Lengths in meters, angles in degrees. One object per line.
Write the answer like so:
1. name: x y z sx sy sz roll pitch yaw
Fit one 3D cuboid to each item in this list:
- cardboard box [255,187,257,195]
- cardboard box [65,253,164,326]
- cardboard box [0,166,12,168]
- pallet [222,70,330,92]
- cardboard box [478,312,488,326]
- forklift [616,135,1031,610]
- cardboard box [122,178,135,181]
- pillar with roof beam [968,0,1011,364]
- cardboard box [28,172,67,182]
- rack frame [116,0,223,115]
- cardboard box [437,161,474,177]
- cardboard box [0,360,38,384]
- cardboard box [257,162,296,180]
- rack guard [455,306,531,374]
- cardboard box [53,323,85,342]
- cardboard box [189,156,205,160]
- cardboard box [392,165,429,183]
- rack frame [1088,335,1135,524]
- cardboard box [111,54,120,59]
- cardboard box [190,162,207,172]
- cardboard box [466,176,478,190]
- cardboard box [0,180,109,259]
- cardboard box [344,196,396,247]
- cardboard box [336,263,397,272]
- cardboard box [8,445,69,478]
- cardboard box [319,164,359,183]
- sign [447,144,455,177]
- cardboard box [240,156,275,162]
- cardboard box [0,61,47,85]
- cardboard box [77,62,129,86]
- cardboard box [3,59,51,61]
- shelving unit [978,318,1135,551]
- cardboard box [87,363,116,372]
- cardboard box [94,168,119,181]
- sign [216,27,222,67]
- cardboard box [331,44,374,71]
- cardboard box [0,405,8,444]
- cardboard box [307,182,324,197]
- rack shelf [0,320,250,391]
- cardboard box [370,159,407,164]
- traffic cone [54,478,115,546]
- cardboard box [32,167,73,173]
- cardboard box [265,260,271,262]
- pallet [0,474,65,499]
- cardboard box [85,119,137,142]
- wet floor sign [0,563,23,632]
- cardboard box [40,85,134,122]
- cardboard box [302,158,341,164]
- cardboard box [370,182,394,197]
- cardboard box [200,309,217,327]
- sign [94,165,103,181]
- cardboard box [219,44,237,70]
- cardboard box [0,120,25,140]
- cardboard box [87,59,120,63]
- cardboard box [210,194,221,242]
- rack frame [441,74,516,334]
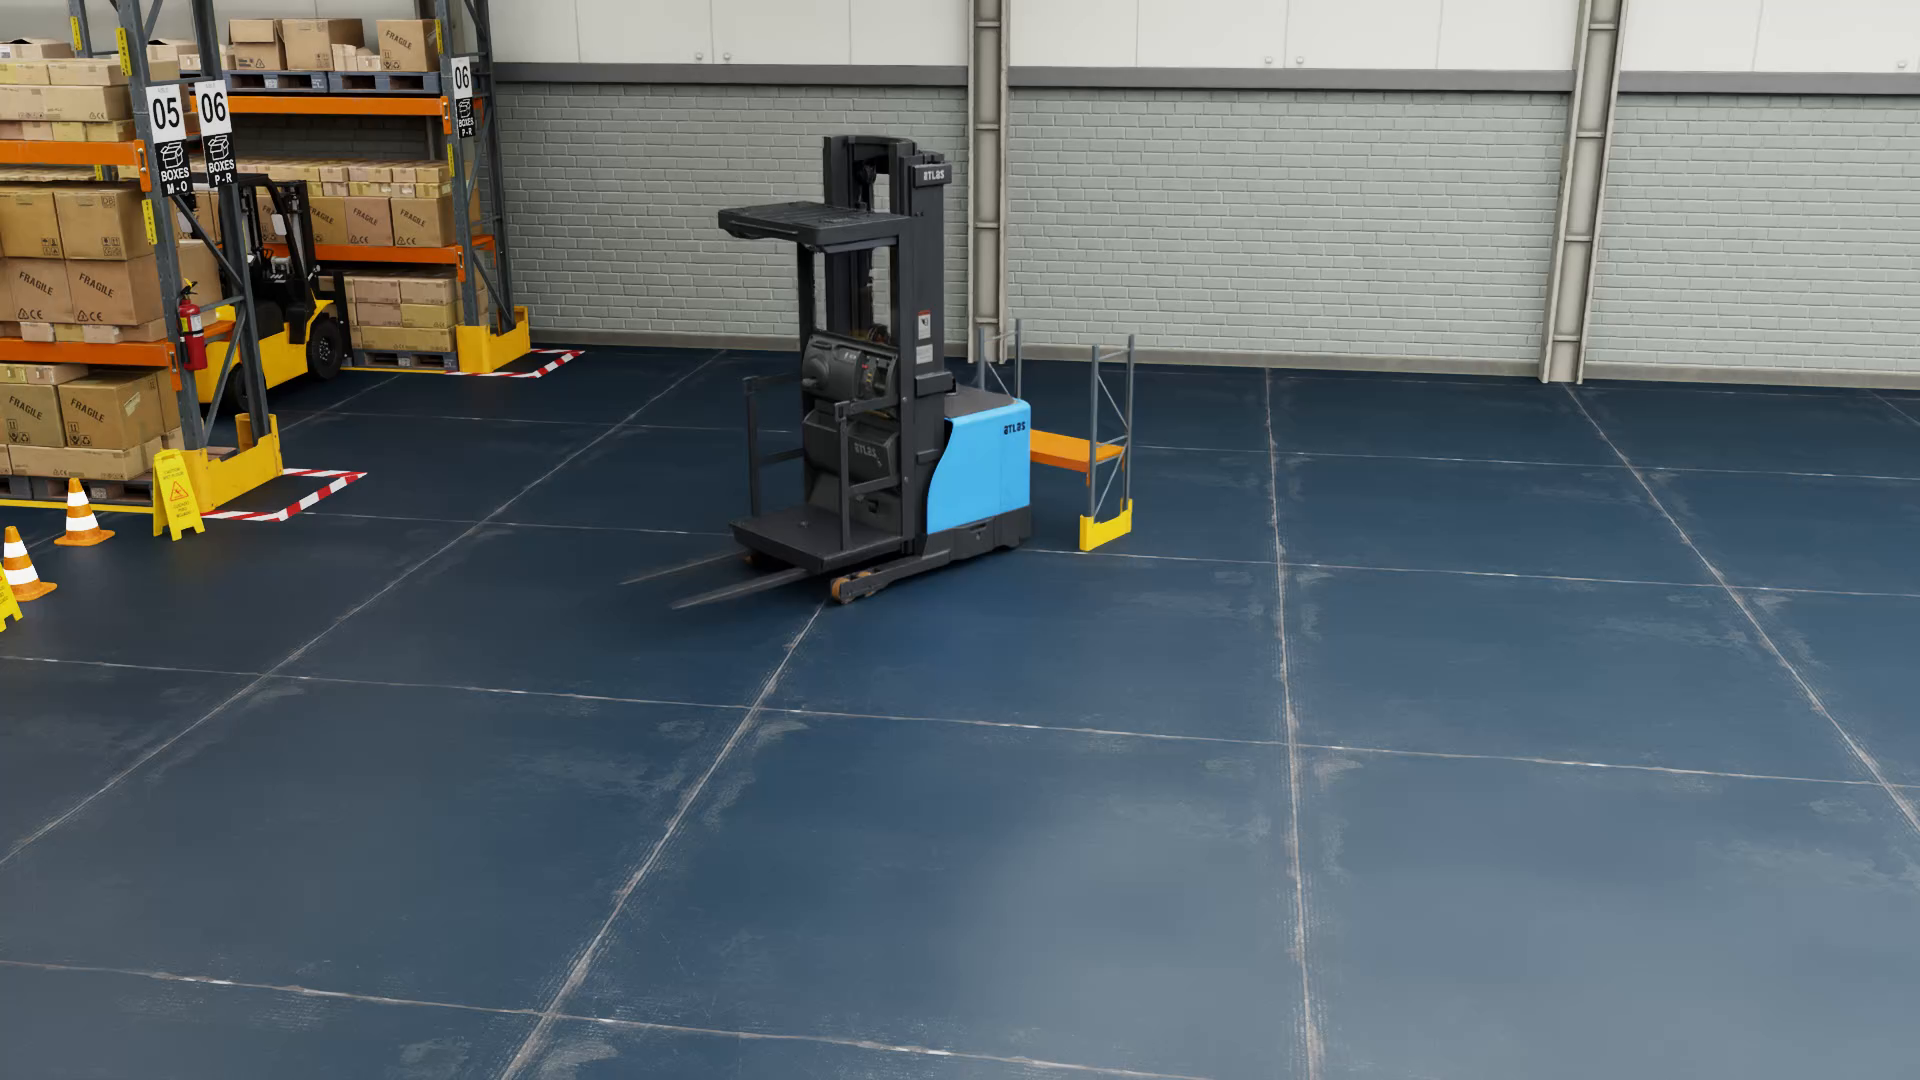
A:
1. cardboard box: -7.495 -3.755 17.617 0.250 0.149 0.380 2 19 7
2. cardboard box: -6.441 -1.944 12.761 0.500 0.500 0.500 3 19 8
3. cardboard box: -10.838 -4.103 18.658 0.250 0.149 0.380 3 19 9
4. pallet: -6.980 -4.855 17.498 1.213 0.211 1.003 3 19 9
5. cardboard box: -5.531 -2.351 18.275 0.500 0.250 0.500 3 19 9
6. forklift: -0.902 -1.156 11.138 3.031 2.935 1.130 -16 25 -40
7. cardboard box: -8.754 -3.828 17.837 0.250 0.149 0.380 3 19 8
8. pillar with roof beam: -0.381 -4.882 12.712 0.400 9.000 9.100 3 19 9
9. cardboard box: -9.890 -3.910 18.083 0.250 0.149 0.380 3 19 9
10. rack frame: -5.861 -4.660 12.048 0.127 3.000 1.000 3 19 9
11. cardboard box: -5.375 -3.950 17.733 0.250 0.149 0.380 3 19 8
12. cardboard box: -7.314 -1.343 13.057 0.250 0.149 0.380 3 19 10
13. cardboard box: -7.226 -3.912 17.618 0.250 0.149 0.380 3 19 9
14. rack guard: -5.054 -2.184 18.041 0.348 0.500 1.175 3 19 9
15. cardboard box: -6.782 -1.645 12.889 0.250 0.149 0.380 3 19 8
16. cardboard box: -8.423 -4.121 18.242 0.250 0.149 0.380 2 19 7
17. cardboard box: -5.713 -3.821 17.347 0.250 0.149 0.380 3 19 9
18. rack frame: -7.257 -1.265 13.248 14.686 1.800 8.925 14 23 36
19. cardboard box: -8.632 -5.004 17.379 0.250 0.149 0.380 3 19 10
20. cardboard box: -7.996 -3.919 17.639 0.250 0.149 0.380 3 19 10
21. cardboard box: -5.371 -3.824 17.823 0.250 0.149 0.380 2 19 7
22. cardboard box: -6.899 -2.463 12.734 0.500 0.500 0.700 3 19 9
23. cardboard box: -6.116 -3.389 17.547 0.500 0.500 0.500 4 19 10
24. cardboard box: -6.508 -2.876 18.266 0.500 0.250 0.500 3 19 8
25. cardboard box: -7.212 -0.695 13.325 0.500 0.250 0.500 3 19 9
26. cardboard box: -6.485 -3.840 17.403 0.250 0.149 0.380 3 19 10
27. sign: -5.177 -3.862 16.921 0.005 0.325 0.100 3 19 9
28. cardboard box: -7.649 -4.099 18.178 0.250 0.149 0.380 3 19 8
29. cardboard box: -6.988 -3.482 12.394 0.250 0.149 0.380 3 19 9
30. cardboard box: -6.242 -3.421 12.212 0.250 0.149 0.380 3 19 9
31. cardboard box: -7.164 -3.636 12.855 0.250 0.149 0.380 3 19 8
32. shelving unit: -7.241 -1.270 13.262 14.694 1.800 8.969 14 23 36
33. cardboard box: -7.154 -1.219 13.709 0.500 0.500 0.500 2 19 7
34. cardboard box: -9.340 -4.011 18.385 0.250 0.149 0.380 2 19 7
35. sign: -5.775 -3.822 12.893 0.005 0.325 0.100 3 19 9
36. cardboard box: -6.194 -4.935 16.990 0.258 0.266 0.396 3 19 9
37. cardboard box: -7.707 -1.077 13.285 0.500 0.500 0.500 2 19 7
38. cardboard box: -6.735 -3.712 17.489 0.250 0.149 0.380 3 19 9
39. rack shelf: -7.836 -1.574 13.415 4.000 0.370 1.077 3 19 9
40. cardboard box: -6.133 -4.000 17.881 0.250 0.149 0.380 3 19 9
41. traffic cone: -6.490 -0.229 12.259 0.334 0.463 0.336 3 19 9
42. cardboard box: -10.099 -4.061 18.532 0.250 0.149 0.380 3 19 8
43. cardboard box: -8.008 -2.956 18.506 0.500 0.250 0.500 3 19 8
44. pallet: -7.934 -0.610 13.795 1.213 0.211 1.003 3 19 9
45. cardboard box: -6.258 -3.049 12.356 0.250 0.149 0.380 3 19 9
46. wet floor sign: -6.204 0.239 10.573 0.232 0.644 0.267 0 19 -1
47. cardboard box: -6.409 -3.249 12.325 0.500 0.250 0.500 3 19 8
48. cardboard box: -6.898 -4.037 17.992 0.250 0.149 0.380 3 19 9
49. cardboard box: -5.968 -3.691 17.426 0.250 0.149 0.380 3 19 10
50. cardboard box: -6.164 -1.778 13.285 0.250 0.149 0.380 3 19 9
51. sign: -9.103 -3.913 17.569 0.005 0.325 0.100 3 19 9
52. cardboard box: -7.610 -5.007 17.205 0.258 0.266 0.396 2 19 7
53. cardboard box: -7.005 -3.109 12.535 0.250 0.149 0.380 3 19 9
54. cardboard box: -6.431 -3.586 12.705 0.250 0.149 0.380 3 19 8
55. cardboard box: -7.613 -3.469 17.785 0.500 0.500 0.500 3 19 8
56. rack frame: -5.078 -3.370 17.648 0.127 3.000 1.000 3 19 9
